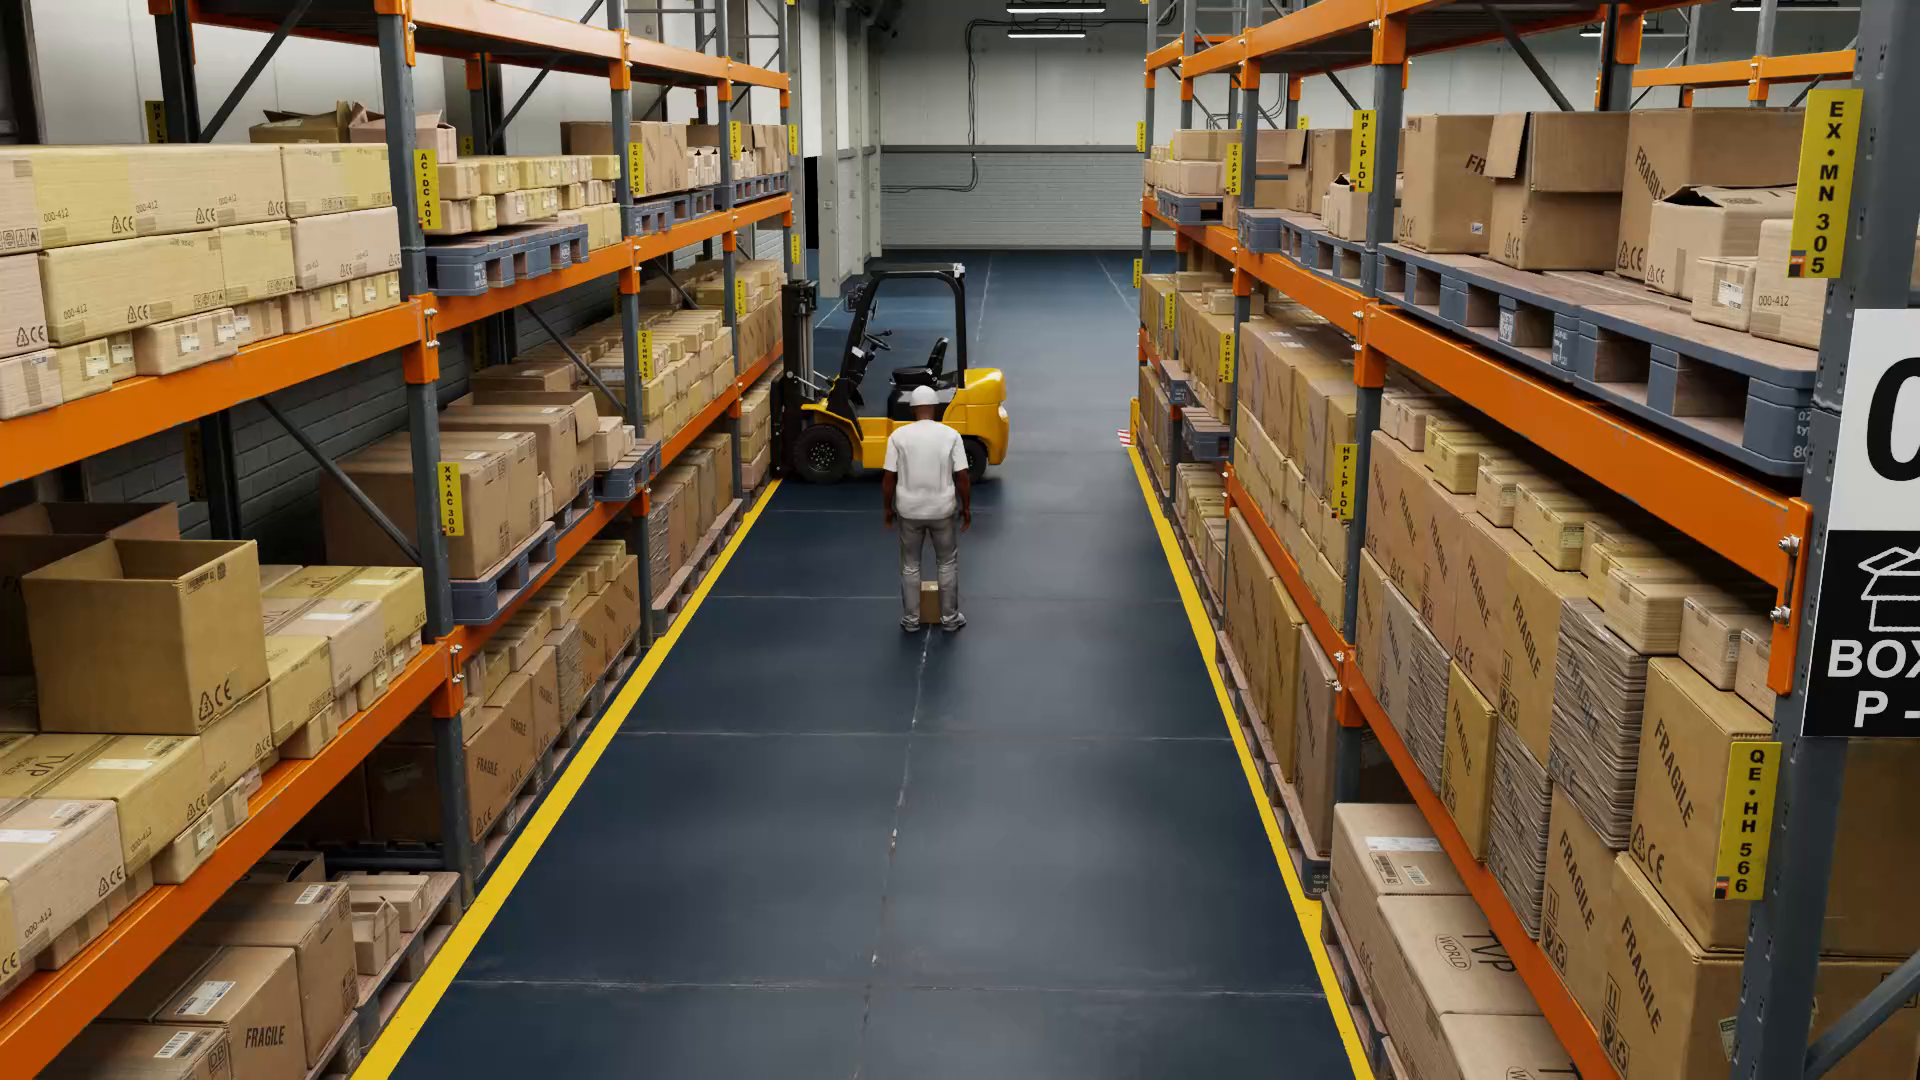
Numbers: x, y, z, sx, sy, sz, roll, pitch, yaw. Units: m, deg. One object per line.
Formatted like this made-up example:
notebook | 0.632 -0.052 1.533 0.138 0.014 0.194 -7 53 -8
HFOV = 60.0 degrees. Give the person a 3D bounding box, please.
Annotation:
person | -0.233 -0.218 11.853 0.627 1.757 0.460 0 14 2
